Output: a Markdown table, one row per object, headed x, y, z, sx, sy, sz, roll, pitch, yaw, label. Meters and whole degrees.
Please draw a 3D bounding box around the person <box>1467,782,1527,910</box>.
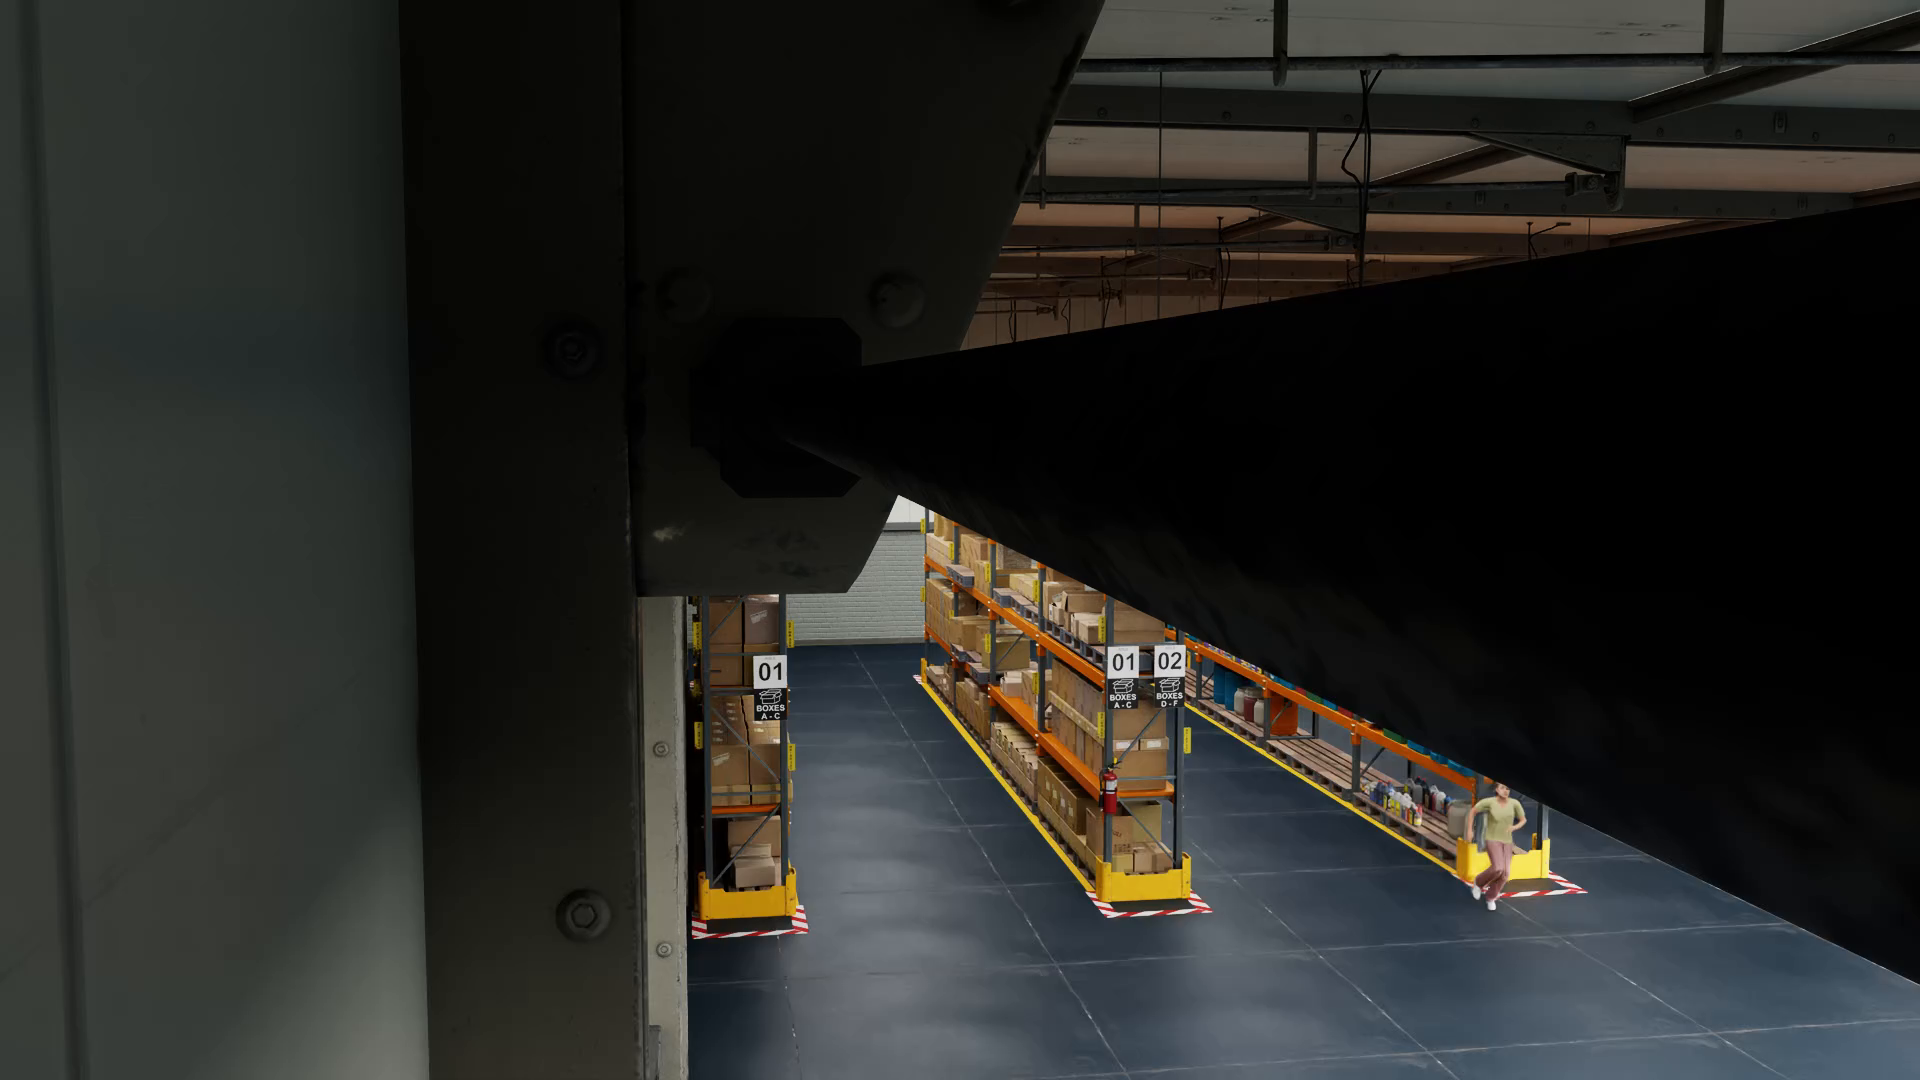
| x | y | z | sx | sy | sz | roll | pitch | yaw | label |
| --- | --- | --- | --- | --- | --- | --- | --- | --- | --- |
| 6.629 | 3.740 | 20.466 | 0.681 | 1.617 | 0.543 | -1 | 5 | -10 | person |
